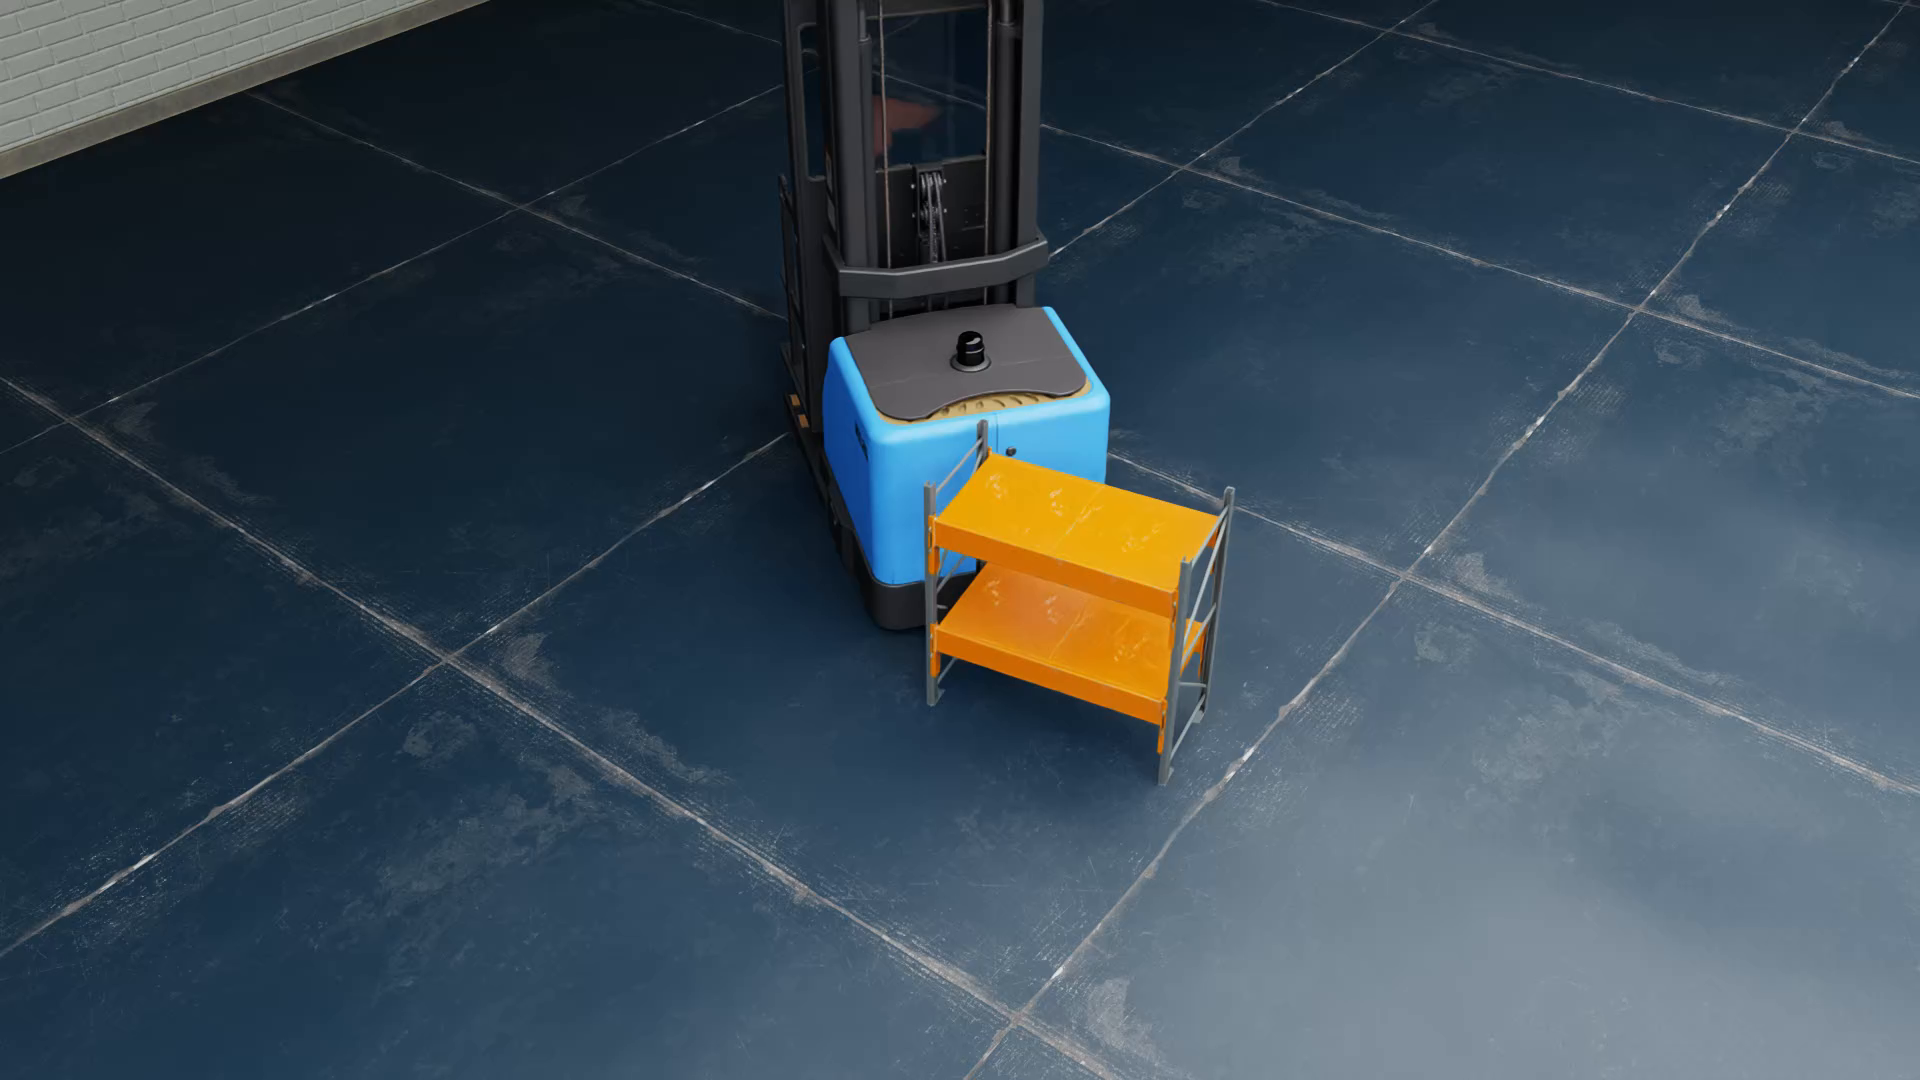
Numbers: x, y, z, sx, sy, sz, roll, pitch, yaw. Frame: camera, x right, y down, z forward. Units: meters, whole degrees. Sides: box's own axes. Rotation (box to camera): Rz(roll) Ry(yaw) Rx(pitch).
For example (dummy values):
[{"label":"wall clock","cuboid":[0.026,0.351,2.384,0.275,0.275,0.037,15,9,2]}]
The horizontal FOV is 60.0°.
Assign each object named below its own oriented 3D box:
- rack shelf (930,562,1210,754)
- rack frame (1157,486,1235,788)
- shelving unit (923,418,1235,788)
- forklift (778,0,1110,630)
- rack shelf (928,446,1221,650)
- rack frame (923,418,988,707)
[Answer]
[{"label":"rack shelf","cuboid":[0.443,0.438,6.675,1.000,0.278,0.538,17,41,20]},{"label":"rack frame","cuboid":[0.898,0.385,6.346,0.032,1.125,0.500,17,41,20]},{"label":"shelving unit","cuboid":[0.443,0.245,6.524,1.048,1.125,0.538,17,41,20]},{"label":"forklift","cuboid":[-0.268,-1.682,7.521,1.130,2.935,3.031,-10,39,-13]},{"label":"rack shelf","cuboid":[0.443,0.015,6.344,1.000,0.278,0.538,17,41,20]},{"label":"rack frame","cuboid":[-0.013,0.106,6.702,0.032,1.125,0.500,17,41,20]}]
